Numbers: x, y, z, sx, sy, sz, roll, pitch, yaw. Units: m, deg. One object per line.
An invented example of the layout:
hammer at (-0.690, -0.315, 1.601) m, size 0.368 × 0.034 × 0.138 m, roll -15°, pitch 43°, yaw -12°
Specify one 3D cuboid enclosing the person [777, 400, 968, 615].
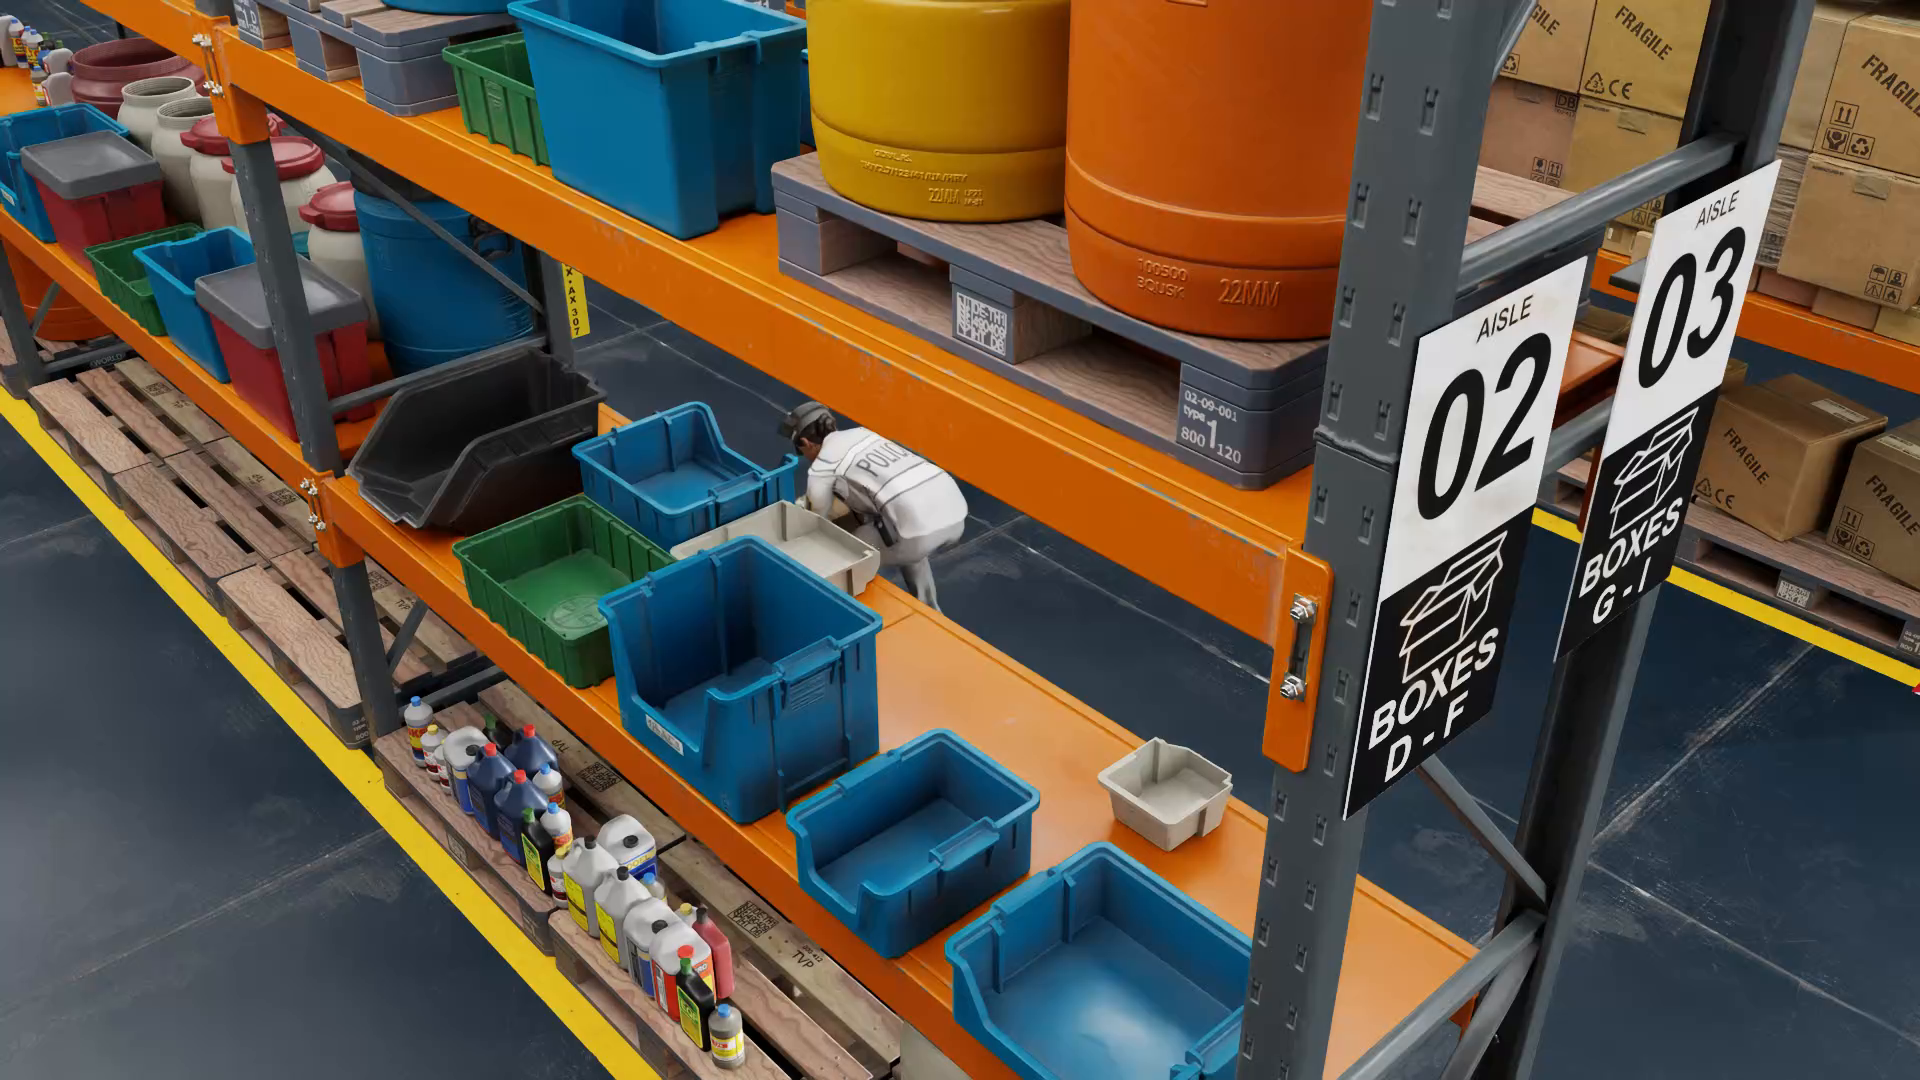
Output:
person at (-0.373, -0.048, 6.860) m, size 0.915 × 0.984 × 0.468 m, roll 28°, pitch 41°, yaw 37°
